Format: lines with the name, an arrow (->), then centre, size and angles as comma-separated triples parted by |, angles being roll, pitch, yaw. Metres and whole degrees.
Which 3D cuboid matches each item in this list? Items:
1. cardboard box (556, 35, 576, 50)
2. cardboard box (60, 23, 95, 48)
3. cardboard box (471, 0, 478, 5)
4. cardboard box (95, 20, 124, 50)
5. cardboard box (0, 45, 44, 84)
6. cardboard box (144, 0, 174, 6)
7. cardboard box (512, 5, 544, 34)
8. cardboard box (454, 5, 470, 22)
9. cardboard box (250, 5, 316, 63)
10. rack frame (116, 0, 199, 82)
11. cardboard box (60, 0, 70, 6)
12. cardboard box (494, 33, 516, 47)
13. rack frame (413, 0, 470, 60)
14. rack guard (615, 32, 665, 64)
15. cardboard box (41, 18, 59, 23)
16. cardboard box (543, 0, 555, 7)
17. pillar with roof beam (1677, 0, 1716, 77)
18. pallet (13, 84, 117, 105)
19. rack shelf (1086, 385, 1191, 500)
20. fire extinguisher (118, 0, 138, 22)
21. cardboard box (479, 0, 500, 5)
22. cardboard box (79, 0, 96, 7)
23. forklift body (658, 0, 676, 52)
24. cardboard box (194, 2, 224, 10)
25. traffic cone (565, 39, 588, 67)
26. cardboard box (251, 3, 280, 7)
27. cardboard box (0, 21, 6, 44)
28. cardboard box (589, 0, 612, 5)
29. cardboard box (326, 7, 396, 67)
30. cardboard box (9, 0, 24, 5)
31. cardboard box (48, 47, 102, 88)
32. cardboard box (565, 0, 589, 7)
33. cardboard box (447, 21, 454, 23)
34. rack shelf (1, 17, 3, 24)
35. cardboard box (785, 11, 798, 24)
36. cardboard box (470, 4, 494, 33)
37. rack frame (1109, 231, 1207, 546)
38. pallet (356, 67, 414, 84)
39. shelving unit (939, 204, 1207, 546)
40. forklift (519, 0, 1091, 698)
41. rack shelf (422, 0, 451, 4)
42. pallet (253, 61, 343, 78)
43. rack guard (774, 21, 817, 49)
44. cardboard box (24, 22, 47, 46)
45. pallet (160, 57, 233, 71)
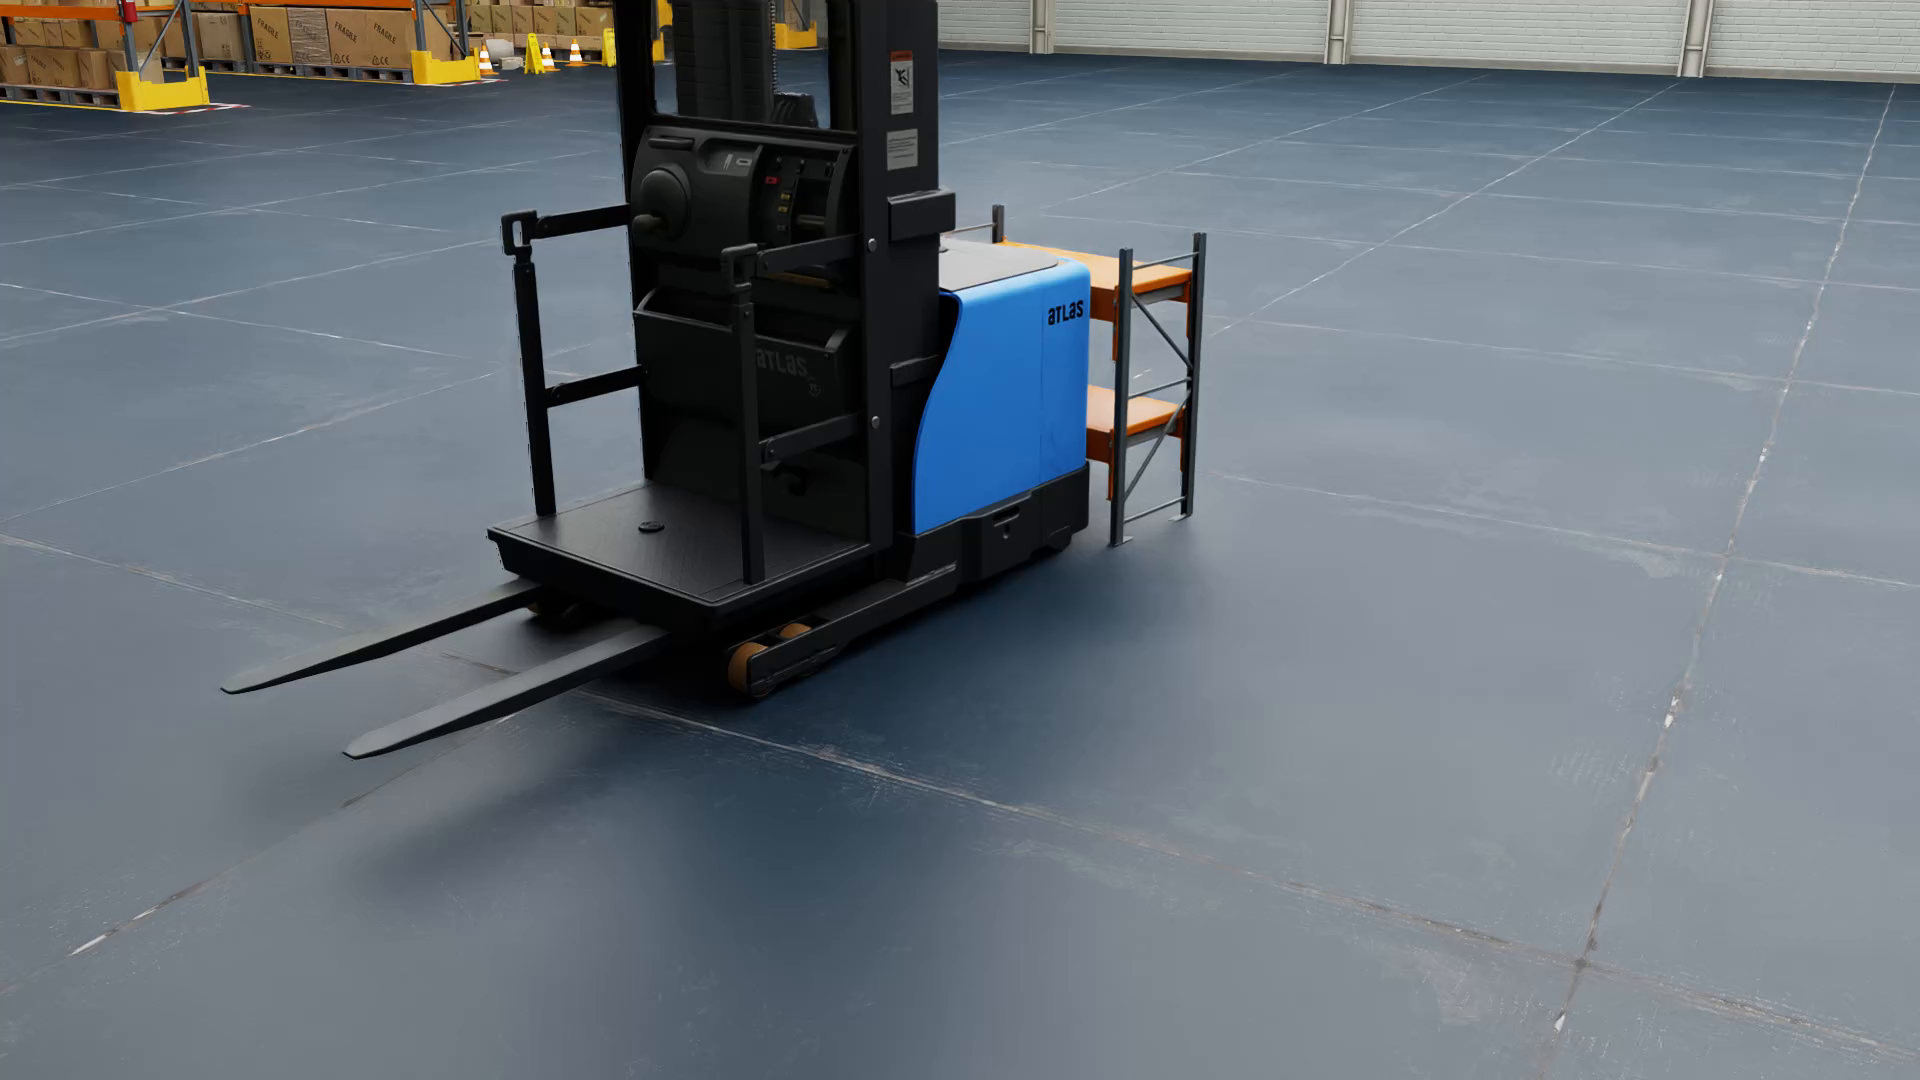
cardboard box -> -7.149, -9.267, 30.931 | 0.500, 0.250, 0.500 | 11, 23, 27
cardboard box -> -15.876, -9.114, 30.141 | 0.500, 0.500, 0.500 | 11, 23, 27
cardboard box -> -10.985, -12.363, 38.146 | 0.250, 0.149, 0.380 | 10, 22, 25
cardboard box -> -14.686, -9.072, 29.658 | 0.750, 0.750, 1.050 | 10, 22, 27
cardboard box -> -13.356, -6.786, 23.723 | 0.500, 0.500, 0.500 | -17, 26, -39
cardboard box -> -10.829, -7.270, 22.376 | 0.250, 0.149, 0.380 | 11, 23, 27
cardboard box -> -8.048, -9.792, 31.276 | 0.500, 0.500, 0.500 | 12, 23, 30
cardboard box -> -11.336, -12.144, 38.493 | 0.500, 0.500, 0.500 | 10, 22, 26
cardboard box -> -11.167, -8.468, 27.810 | 0.875, 0.875, 0.875 | 11, 23, 28
rack frame -> -10.697, -7.270, 22.007 | 0.127, 3.000, 1.000 | 11, 23, 27
cardboard box -> -11.916, -7.306, 22.474 | 0.250, 0.149, 0.380 | 11, 23, 27
cardboard box -> -8.501, -9.526, 31.644 | 0.500, 0.250, 0.500 | 12, 23, 30
rack frame -> -8.190, -8.729, 26.031 | 0.127, 3.000, 1.000 | 11, 23, 27
rack guard -> -5.930, -9.057, 30.601 | 0.348, 0.500, 1.175 | 11, 23, 27
cardboard box -> -16.345, -9.551, 30.247 | 0.500, 0.250, 0.500 | 11, 23, 28
cardboard box -> -7.491, -9.966, 30.805 | 0.250, 0.149, 0.380 | 12, 23, 30
pillar with roof beam -> 10.000, -10.627, 22.466 | 0.400, 9.000, 9.100 | 11, 23, 27
pallet -> -12.516, -6.320, 23.479 | 1.213, 0.211, 1.003 | 11, 23, 27
rack shelf -> 0.377, -0.458, 6.696 | 1.000, 0.278, 0.538 | 18, 26, 40
fire extinguisher -> -10.822, -7.077, 21.589 | 0.183, 0.674, 0.296 | 11, 23, 27
cardboard box -> -8.893, -10.230, 31.534 | 0.250, 0.149, 0.380 | 11, 23, 28
cardboard box -> -11.508, -7.205, 22.199 | 0.250, 0.149, 0.380 | 11, 23, 27
forklift body -> -5.992, -11.071, 33.732 | 1.214, 2.155, 2.313 | 11, 23, 27
cardboard box -> -15.760, -11.335, 35.714 | 0.875, 0.875, 0.875 | 12, 23, 29
traffic cone -> -6.868, -8.715, 29.711 | 0.334, 0.463, 0.336 | 11, 23, 27
cardboard box -> -14.187, -11.038, 34.896 | 0.875, 0.875, 0.875 | 11, 23, 28
cardboard box -> -17.688, -9.458, 31.090 | 0.500, 0.500, 0.500 | 12, 23, 30
cardboard box -> -8.073, -11.659, 36.975 | 0.625, 0.625, 0.875 | 11, 22, 27
cardboard box -> -9.583, -8.167, 26.980 | 0.875, 0.875, 0.875 | 10, 22, 26
cardboard box -> -12.832, -7.446, 22.861 | 0.250, 0.149, 0.380 | 11, 23, 27
cardboard box -> -12.310, -6.600, 23.210 | 0.500, 0.500, 0.500 | 13, 24, 32
cardboard box -> -7.044, -9.879, 30.565 | 0.250, 0.149, 0.380 | 12, 23, 29
cardboard box -> -10.444, -10.052, 32.916 | 0.625, 0.372, 0.950 | 12, 23, 31
rack shelf -> -15.935, -7.929, 24.880 | 4.000, 0.370, 1.077 | 11, 23, 27
cardboard box -> -3.756, -10.978, 34.913 | 0.500, 0.250, 0.500 | 11, 23, 28
cardboard box -> -8.973, -9.964, 31.751 | 0.500, 0.500, 0.500 | 12, 23, 30
rack frame -> 0.749, -0.570, 6.287 | 0.032, 1.125, 0.500 | 18, 26, 40
pallet -> -8.926, -7.528, 26.809 | 1.213, 0.211, 1.003 | 11, 23, 27
shelving unit -> 0.377, -0.688, 6.612 | 1.048, 1.125, 0.538 | 18, 26, 40
forklift -> -0.831, -1.090, 5.073 | 1.130, 2.935, 3.031 | 15, 25, 36
rack shelf -> -9.936, -8.816, 27.038 | 3.809, 0.124, 0.919 | 11, 23, 27
pallet -> -11.056, -7.934, 27.928 | 1.213, 0.211, 1.003 | 11, 23, 27
rack guard -> -3.425, -10.519, 34.631 | 0.348, 0.500, 1.175 | 11, 23, 27
cardboard box -> -16.797, -9.284, 30.611 | 0.500, 0.500, 0.500 | 10, 22, 25
pallet -> -13.461, -8.392, 29.191 | 1.213, 0.211, 1.003 | 11, 23, 27
